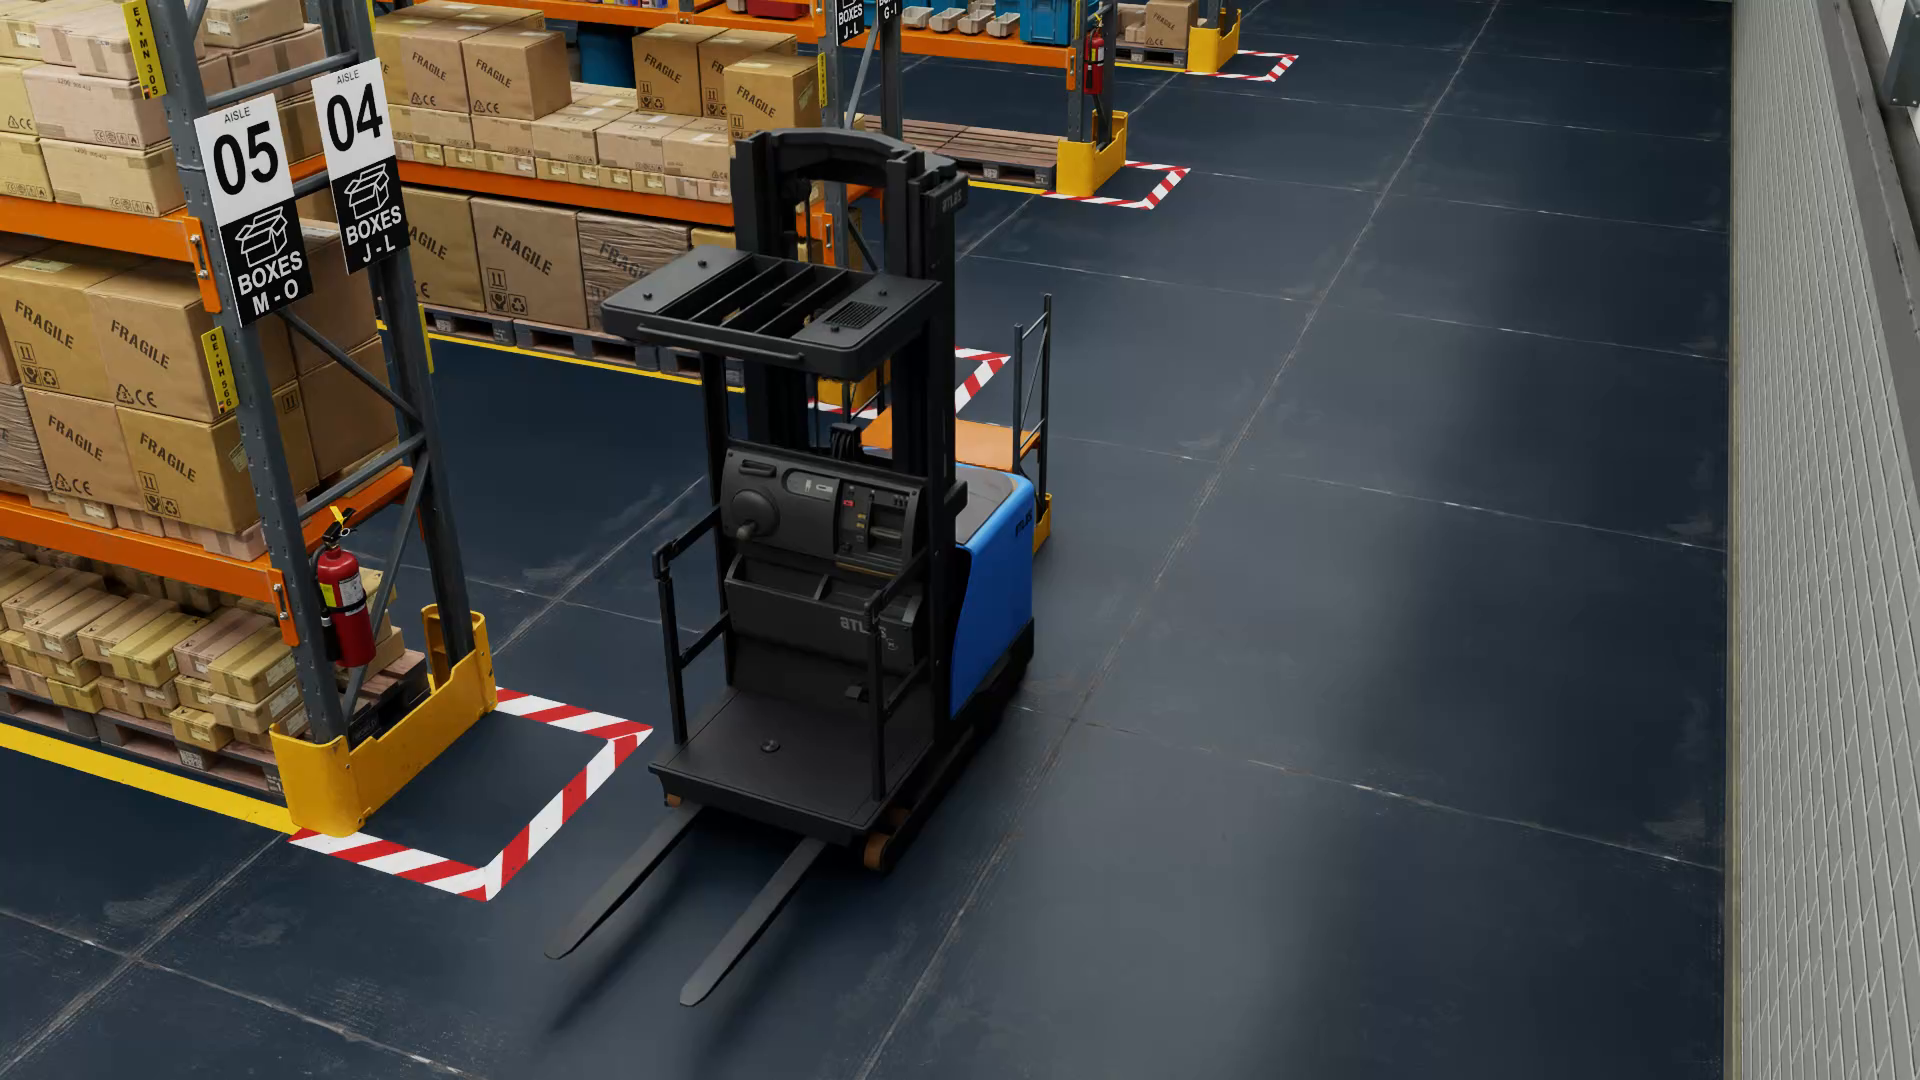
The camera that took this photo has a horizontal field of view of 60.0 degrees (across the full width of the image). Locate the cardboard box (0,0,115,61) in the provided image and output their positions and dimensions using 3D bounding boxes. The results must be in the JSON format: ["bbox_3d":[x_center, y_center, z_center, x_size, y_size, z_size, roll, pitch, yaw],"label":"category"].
[{"bbox_3d":[-3.443,-1.951,6.344,0.250,0.149,0.380,10,31,18],"label":"cardboard box"}]

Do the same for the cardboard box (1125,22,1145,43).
[{"bbox_3d":[2.154,-6.076,19.883,0.250,0.166,0.380,11,31,19],"label":"cardboard box"}]

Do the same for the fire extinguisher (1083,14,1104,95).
[{"bbox_3d":[1.195,-4.324,14.810,0.183,0.674,0.296,11,31,19],"label":"fire extinguisher"}]

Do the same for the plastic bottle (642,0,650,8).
[{"bbox_3d":[-3.085,-5.344,16.357,0.097,0.201,0.097,0,29,0],"label":"plastic bottle"}]

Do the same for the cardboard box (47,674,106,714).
[{"bbox_3d":[-4.143,0.654,8.015,0.250,0.149,0.380,10,31,17],"label":"cardboard box"}]

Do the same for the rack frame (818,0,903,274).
[{"bbox_3d":[-0.636,-2.497,11.120,0.127,3.000,1.000,11,31,19],"label":"rack frame"}]

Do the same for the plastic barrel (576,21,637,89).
[{"bbox_3d":[-3.634,-5.004,17.261,0.708,0.901,0.600,11,31,19],"label":"plastic barrel"}]

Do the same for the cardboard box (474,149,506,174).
[{"bbox_3d":[-3.224,-2.729,11.786,0.250,0.149,0.380,11,31,18],"label":"cardboard box"}]

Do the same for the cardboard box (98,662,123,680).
[{"bbox_3d":[-3.884,0.515,7.959,0.250,0.149,0.380,11,31,19],"label":"cardboard box"}]

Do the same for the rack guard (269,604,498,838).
[{"bbox_3d":[-2.665,0.820,7.792,0.348,0.500,1.175,11,31,19],"label":"rack guard"}]

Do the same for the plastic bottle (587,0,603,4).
[{"bbox_3d":[-3.627,-5.529,16.534,0.185,0.351,0.144,11,31,19],"label":"plastic bottle"}]

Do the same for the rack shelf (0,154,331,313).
[{"bbox_3d":[-4.448,-1.617,7.245,4.000,0.370,1.077,11,31,19],"label":"rack shelf"}]

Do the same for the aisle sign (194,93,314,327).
[{"bbox_3d":[-2.640,-1.236,6.246,0.004,0.787,0.394,11,31,19],"label":"aisle sign"}]

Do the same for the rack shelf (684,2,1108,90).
[{"bbox_3d":[-0.627,-4.812,15.947,4.000,0.370,1.077,11,31,19],"label":"rack shelf"}]

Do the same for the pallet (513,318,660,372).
[{"bbox_3d":[-2.533,-1.622,12.405,1.213,0.211,1.003,11,31,19],"label":"pallet"}]

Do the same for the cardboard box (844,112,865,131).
[{"bbox_3d":[-0.979,-2.773,11.458,0.500,0.250,0.500,10,31,18],"label":"cardboard box"}]

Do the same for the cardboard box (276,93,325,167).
[{"bbox_3d":[-2.915,-1.695,6.804,0.500,0.250,0.500,12,32,21],"label":"cardboard box"}]

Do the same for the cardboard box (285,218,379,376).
[{"bbox_3d":[-2.911,-1.067,7.169,0.500,0.500,0.500,11,31,19],"label":"cardboard box"}]

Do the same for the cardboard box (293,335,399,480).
[{"bbox_3d":[-2.907,-0.636,7.424,0.500,0.500,0.500,13,32,21],"label":"cardboard box"}]

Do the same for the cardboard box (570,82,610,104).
[{"bbox_3d":[-2.881,-3.150,12.125,0.500,0.250,0.500,12,32,20],"label":"cardboard box"}]

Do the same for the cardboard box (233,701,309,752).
[{"bbox_3d":[-3.161,0.802,7.754,0.250,0.149,0.380,12,32,20],"label":"cardboard box"}]

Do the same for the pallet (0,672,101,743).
[{"bbox_3d":[-4.531,0.553,8.558,1.213,0.211,1.003,11,31,19],"label":"pallet"}]

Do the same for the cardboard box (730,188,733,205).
[{"bbox_3d":[-1.331,-2.351,11.116,0.250,0.149,0.380,12,31,20],"label":"cardboard box"}]

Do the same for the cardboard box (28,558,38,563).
[{"bbox_3d":[-4.700,0.122,8.654,0.250,0.149,0.380,10,31,17],"label":"cardboard box"}]

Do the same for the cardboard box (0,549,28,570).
[{"bbox_3d":[-4.835,0.200,8.213,0.250,0.149,0.380,10,31,17],"label":"cardboard box"}]

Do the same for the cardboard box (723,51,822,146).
[{"bbox_3d":[-1.186,-2.858,10.846,0.500,0.500,0.500,12,32,20],"label":"cardboard box"}]

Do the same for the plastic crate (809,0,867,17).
[{"bbox_3d":[-1.135,-5.104,15.790,0.530,0.282,0.437,11,31,19],"label":"plastic crate"}]

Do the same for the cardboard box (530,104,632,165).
[{"bbox_3d":[-2.611,-2.813,11.528,0.500,0.250,0.500,11,31,19],"label":"cardboard box"}]

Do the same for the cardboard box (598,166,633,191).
[{"bbox_3d":[-2.277,-2.540,11.450,0.250,0.149,0.380,11,31,19],"label":"cardboard box"}]

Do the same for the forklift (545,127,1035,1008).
[{"bbox_3d":[-0.687,-0.084,6.920,1.130,2.935,3.031,12,32,21],"label":"forklift"}]

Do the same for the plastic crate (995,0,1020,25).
[{"bbox_3d":[0.511,-5.026,15.703,0.300,0.233,0.416,11,31,19],"label":"plastic crate"}]

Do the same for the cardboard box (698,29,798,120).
[{"bbox_3d":[-1.443,-3.192,11.437,0.500,0.500,0.500,11,31,18],"label":"cardboard box"}]

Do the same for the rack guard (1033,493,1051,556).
[{"bbox_3d":[0.391,-0.031,9.550,0.087,0.250,0.587,11,31,19],"label":"rack guard"}]

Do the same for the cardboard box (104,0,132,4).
[{"bbox_3d":[-3.263,-2.189,6.765,0.250,0.149,0.380,11,31,19],"label":"cardboard box"}]

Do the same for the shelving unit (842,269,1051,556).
[{"bbox_3d":[-0.071,-0.667,9.406,1.083,1.500,0.587,11,31,19],"label":"shelving unit"}]

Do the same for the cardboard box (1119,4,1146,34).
[{"bbox_3d":[2.231,-6.330,20.249,0.500,0.250,0.500,11,31,19],"label":"cardboard box"}]

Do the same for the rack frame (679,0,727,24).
[{"bbox_3d":[-2.481,-5.496,16.424,0.127,3.000,1.000,11,31,19],"label":"rack frame"}]

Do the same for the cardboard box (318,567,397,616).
[{"bbox_3d":[-2.952,0.293,8.049,0.250,0.149,0.380,10,31,17],"label":"cardboard box"}]

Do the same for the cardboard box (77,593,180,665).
[{"bbox_3d":[-3.896,0.423,7.819,0.250,0.149,0.380,10,31,17],"label":"cardboard box"}]

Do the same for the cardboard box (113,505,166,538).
[{"bbox_3d":[-3.457,-0.179,7.274,0.250,0.149,0.380,11,31,19],"label":"cardboard box"}]

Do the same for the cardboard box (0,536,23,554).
[{"bbox_3d":[-4.892,-0.084,8.717,0.250,0.149,0.380,10,31,17],"label":"cardboard box"}]

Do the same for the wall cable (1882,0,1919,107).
[{"bbox_3d":[3.308,-3.892,4.221,0.120,5.999,2.277,11,31,19],"label":"wall cable"}]

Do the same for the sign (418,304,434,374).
[{"bbox_3d":[-2.391,-0.879,7.376,0.005,0.325,0.100,11,31,19],"label":"sign"}]

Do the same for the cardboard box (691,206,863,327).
[{"bbox_3d":[-1.259,-1.837,11.684,0.875,0.875,0.875,11,31,19],"label":"cardboard box"}]

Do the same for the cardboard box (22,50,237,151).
[{"bbox_3d":[-3.117,-1.682,6.273,0.500,0.250,0.500,10,31,18],"label":"cardboard box"}]

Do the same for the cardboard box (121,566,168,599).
[{"bbox_3d":[-3.953,0.128,8.341,0.250,0.149,0.380,13,32,21],"label":"cardboard box"}]

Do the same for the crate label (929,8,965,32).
[{"bbox_3d":[-0.128,-4.836,15.464,0.243,0.136,0.396,11,31,19],"label":"crate label"}]

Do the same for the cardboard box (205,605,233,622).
[{"bbox_3d":[-3.476,0.379,8.199,0.250,0.149,0.380,12,32,20],"label":"cardboard box"}]
